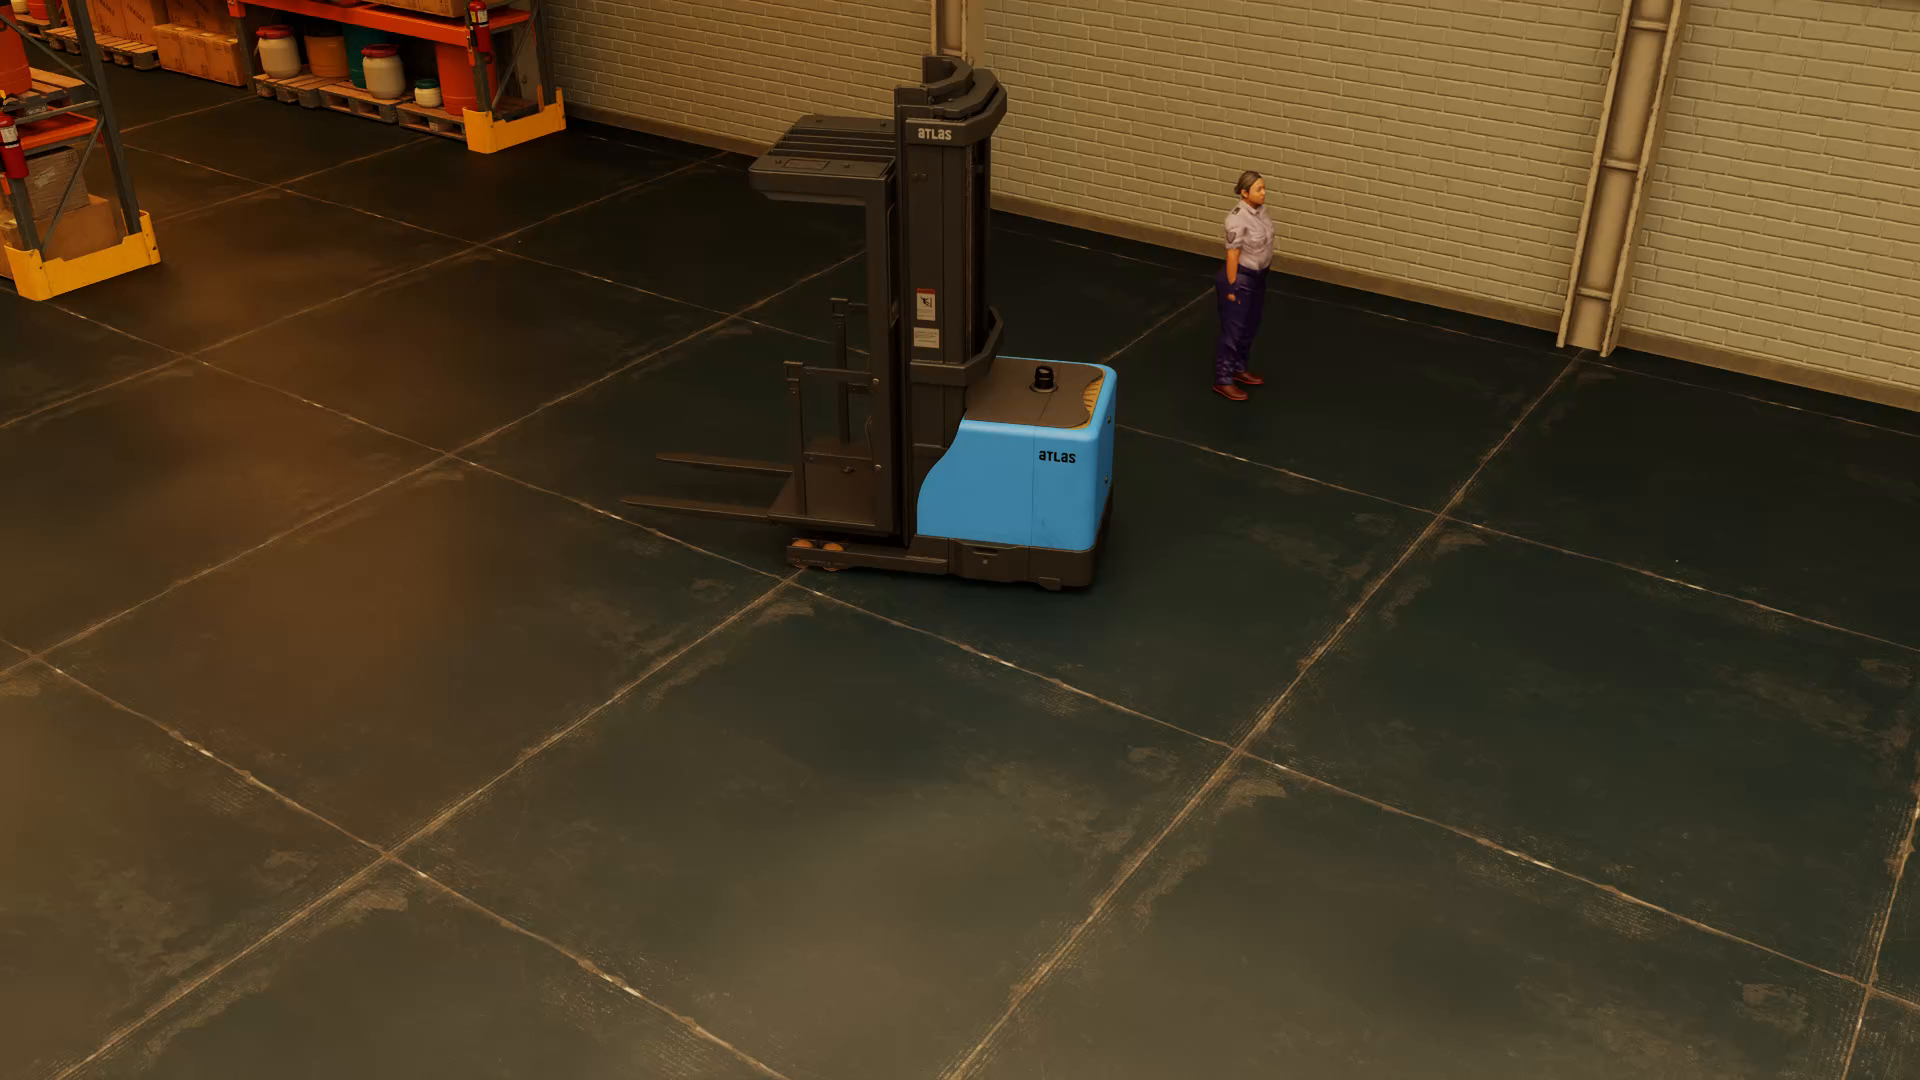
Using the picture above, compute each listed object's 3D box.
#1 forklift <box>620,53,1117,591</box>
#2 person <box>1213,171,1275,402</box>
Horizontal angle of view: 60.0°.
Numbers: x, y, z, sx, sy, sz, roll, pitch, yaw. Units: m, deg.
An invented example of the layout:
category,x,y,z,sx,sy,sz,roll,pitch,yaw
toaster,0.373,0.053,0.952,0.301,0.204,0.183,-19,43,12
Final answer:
category,x,y,z,sx,sy,sz,roll,pitch,yaw
forklift,-0.596,-1.330,9.871,3.031,2.935,1.130,6,31,10
person,2.067,-1.866,12.079,0.368,1.651,0.487,18,34,27
